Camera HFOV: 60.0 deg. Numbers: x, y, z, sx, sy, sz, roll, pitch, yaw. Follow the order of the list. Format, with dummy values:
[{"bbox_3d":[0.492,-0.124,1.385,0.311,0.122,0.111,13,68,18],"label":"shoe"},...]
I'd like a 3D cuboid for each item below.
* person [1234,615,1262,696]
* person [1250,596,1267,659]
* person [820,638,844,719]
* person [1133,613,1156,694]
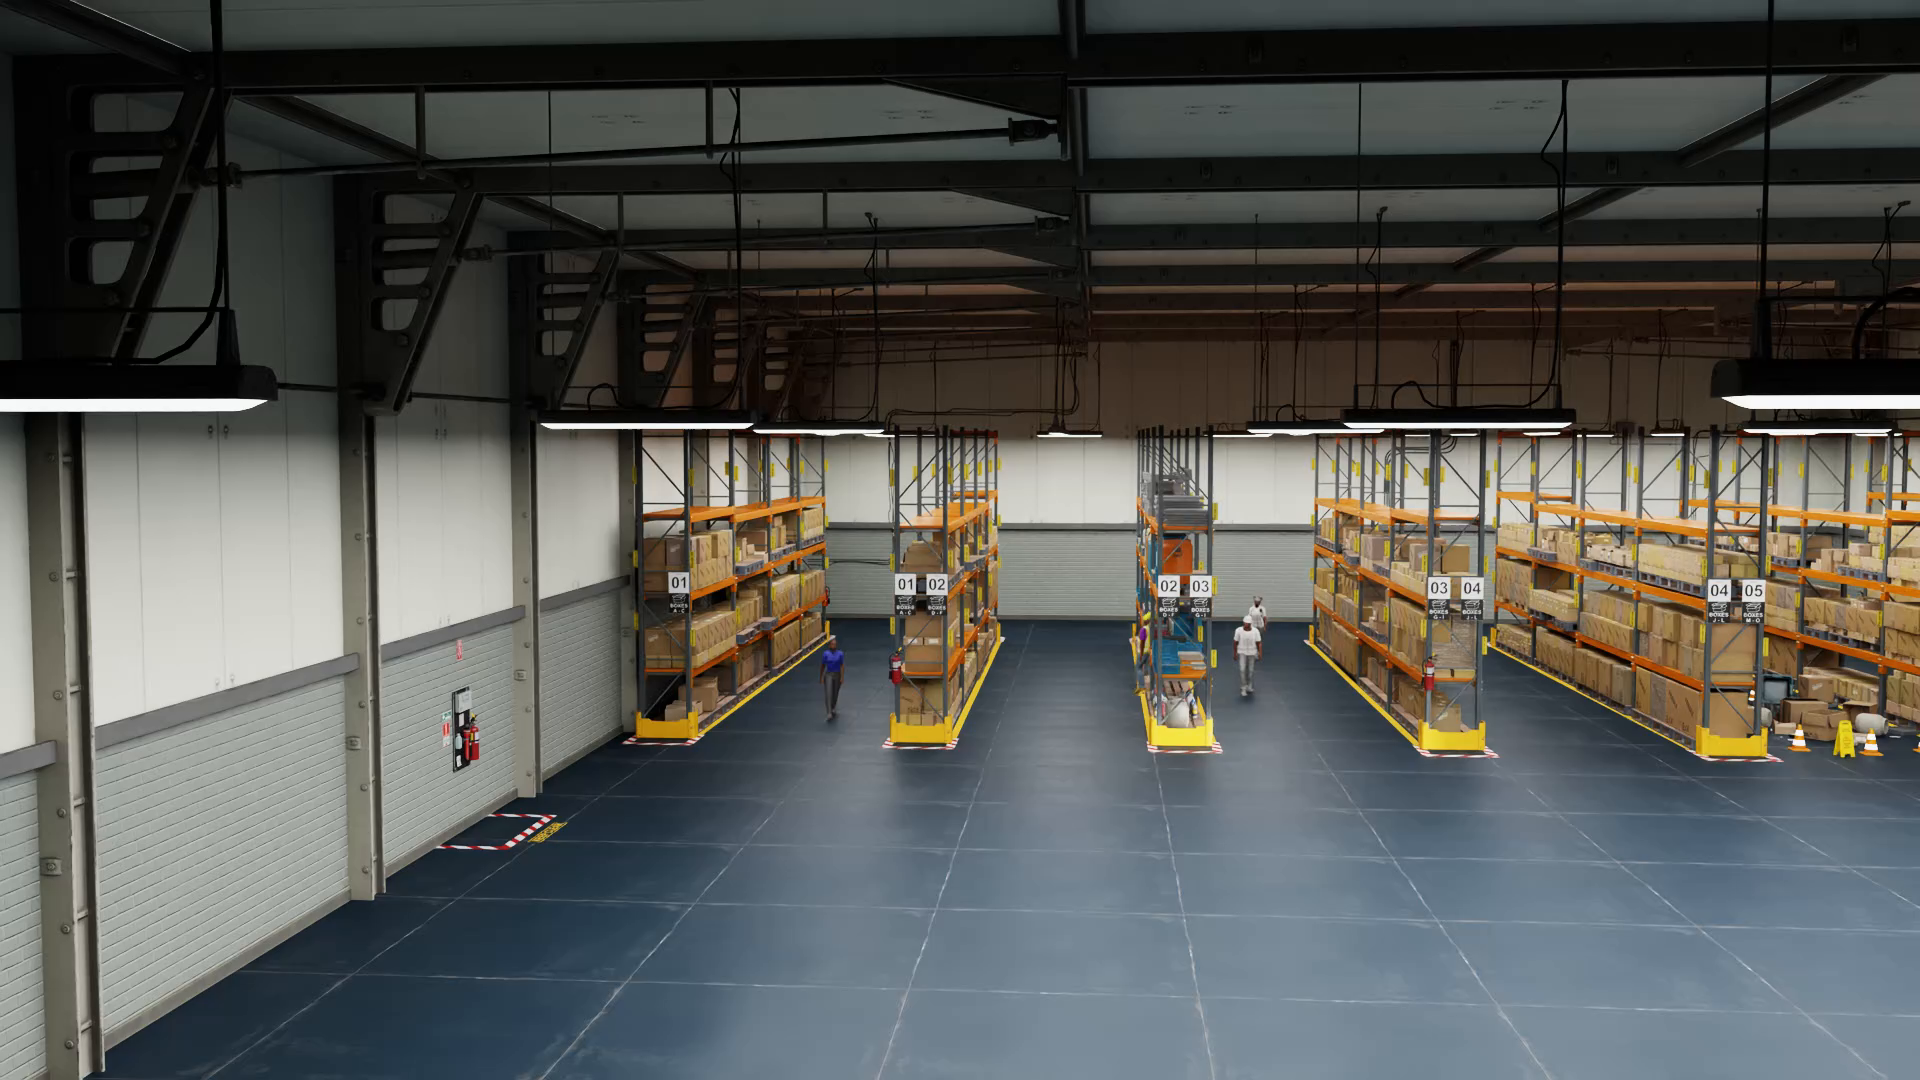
[{"bbox_3d":[6.504,2.591,37.566,0.621,1.793,0.665,0,3,5],"label":"person"},{"bbox_3d":[7.812,2.273,43.566,0.432,1.625,1.033,0,3,2],"label":"person"},{"bbox_3d":[-2.624,2.840,34.282,0.494,1.594,0.941,-1,4,-20],"label":"person"},{"bbox_3d":[4.146,2.470,36.502,0.592,1.716,0.552,-2,4,-28],"label":"person"}]
